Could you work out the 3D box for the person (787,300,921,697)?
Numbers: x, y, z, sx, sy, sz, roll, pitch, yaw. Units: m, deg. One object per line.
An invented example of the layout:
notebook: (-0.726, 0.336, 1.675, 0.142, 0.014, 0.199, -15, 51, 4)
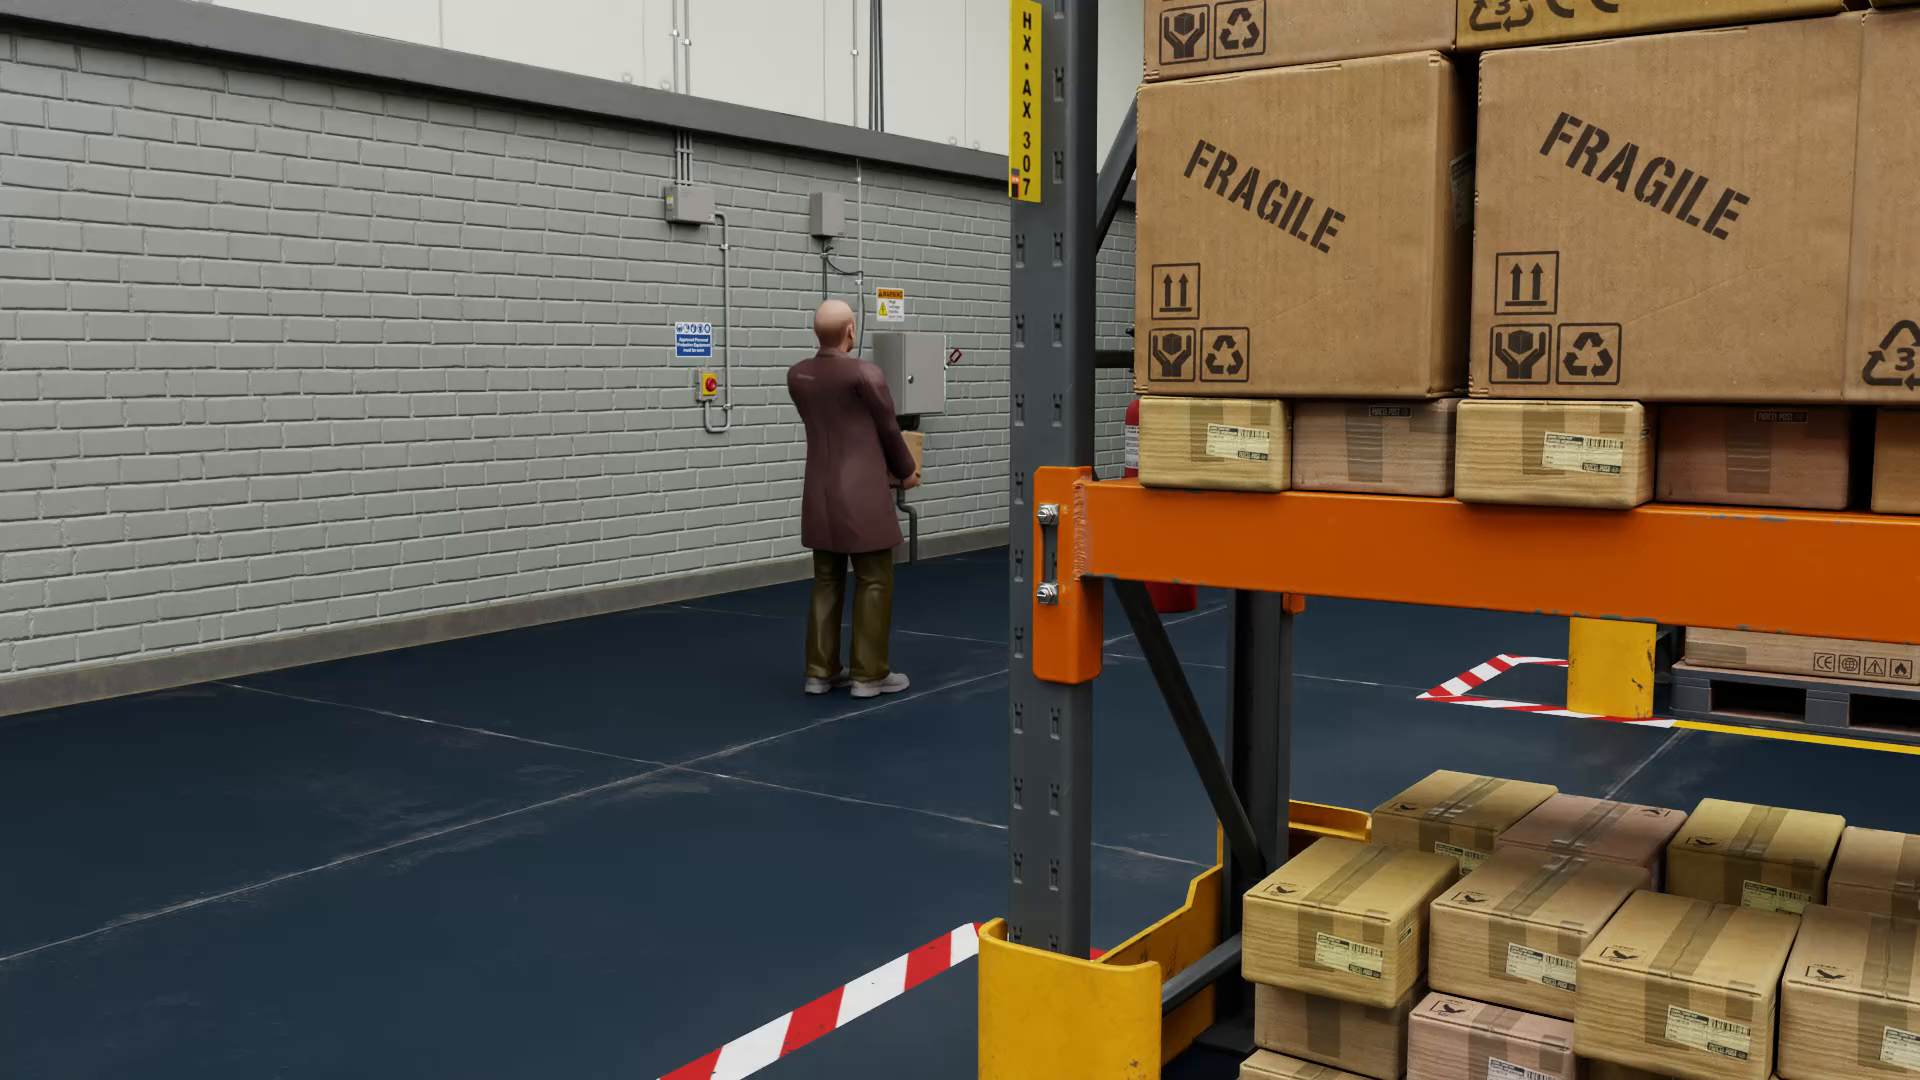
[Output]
person: (-0.454, -0.193, 7.567, 0.525, 1.776, 0.554, 4, 7, 34)
